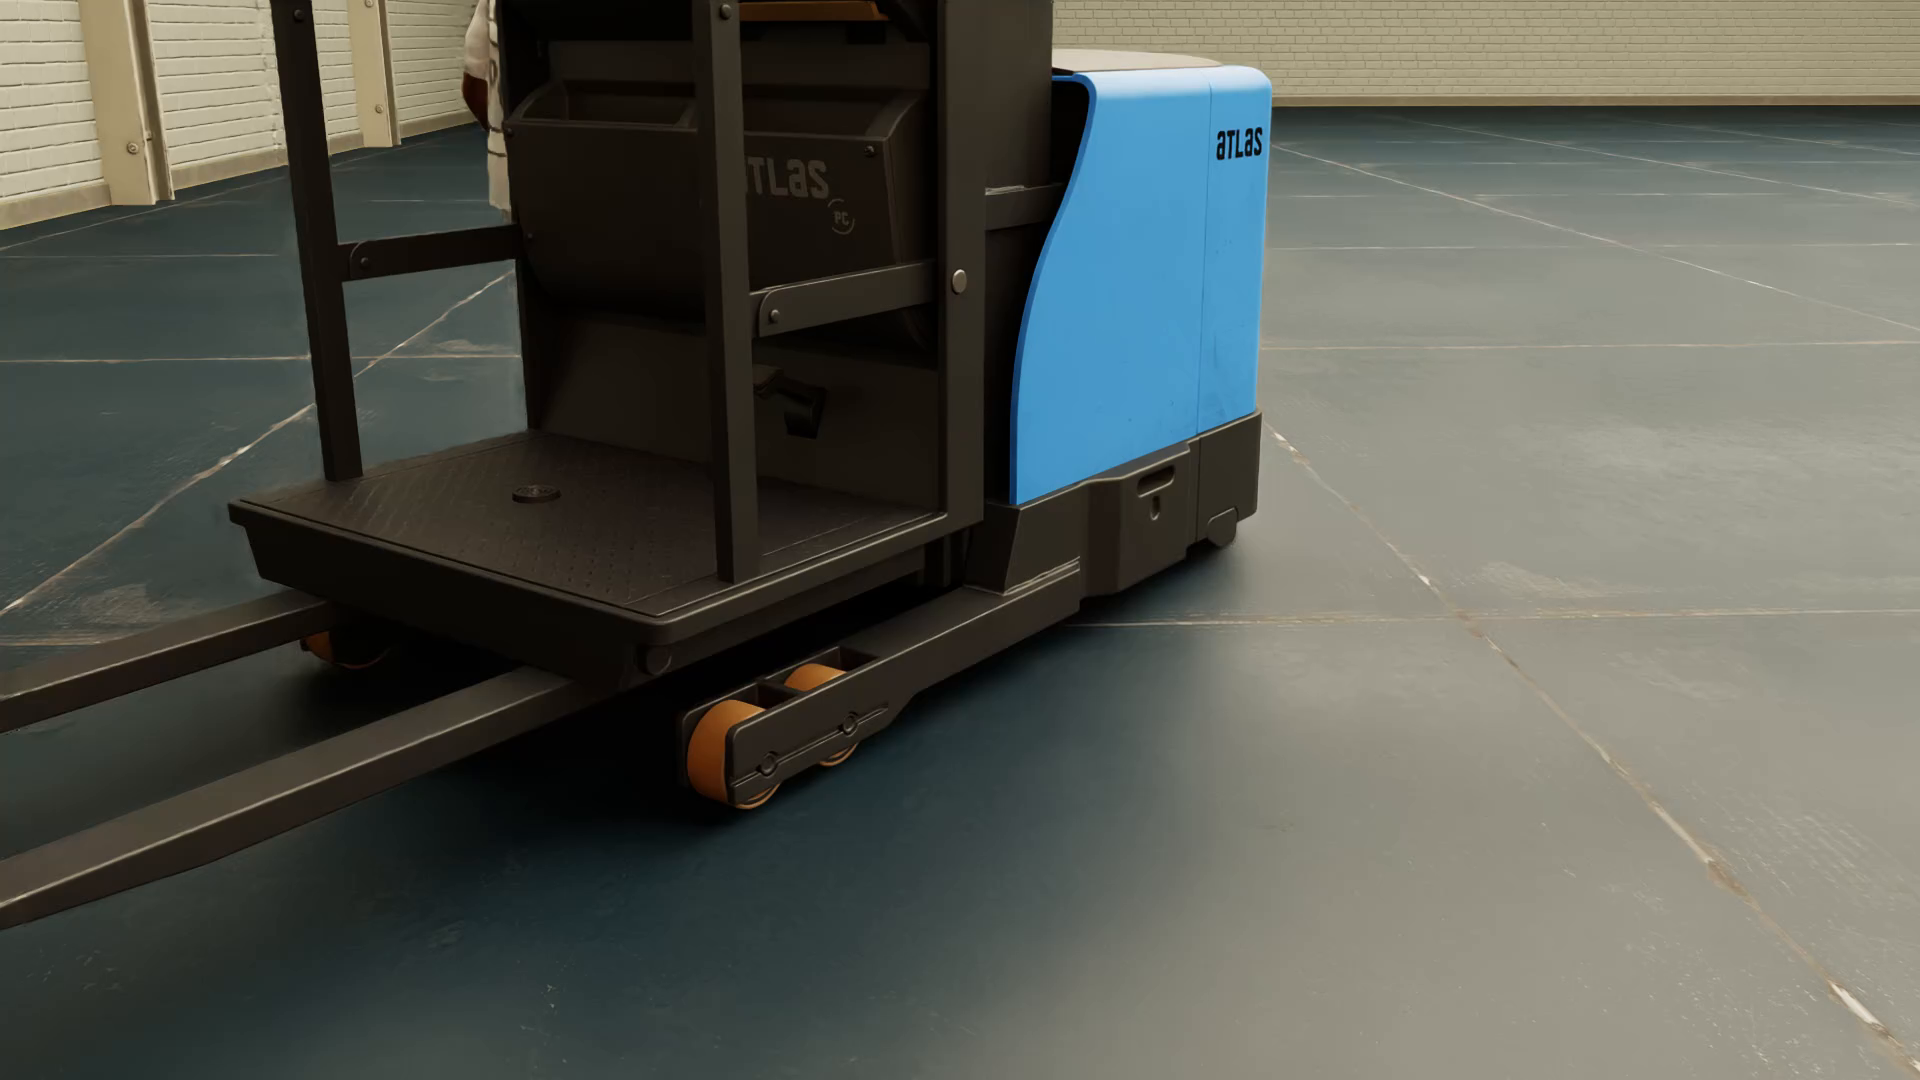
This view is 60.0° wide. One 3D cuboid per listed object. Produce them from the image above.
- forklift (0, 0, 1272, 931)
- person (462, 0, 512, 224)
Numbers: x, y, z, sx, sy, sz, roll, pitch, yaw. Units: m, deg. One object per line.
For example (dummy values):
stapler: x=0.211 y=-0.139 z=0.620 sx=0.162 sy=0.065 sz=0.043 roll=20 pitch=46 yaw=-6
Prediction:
forklift: x=-0.577 y=-1.147 z=2.658 sx=1.130 sy=2.935 sz=3.031 roll=12 pitch=21 yaw=34
person: x=-0.887 y=-0.910 z=4.359 sx=0.726 sy=1.555 sz=0.641 roll=7 pitch=18 yaw=22
